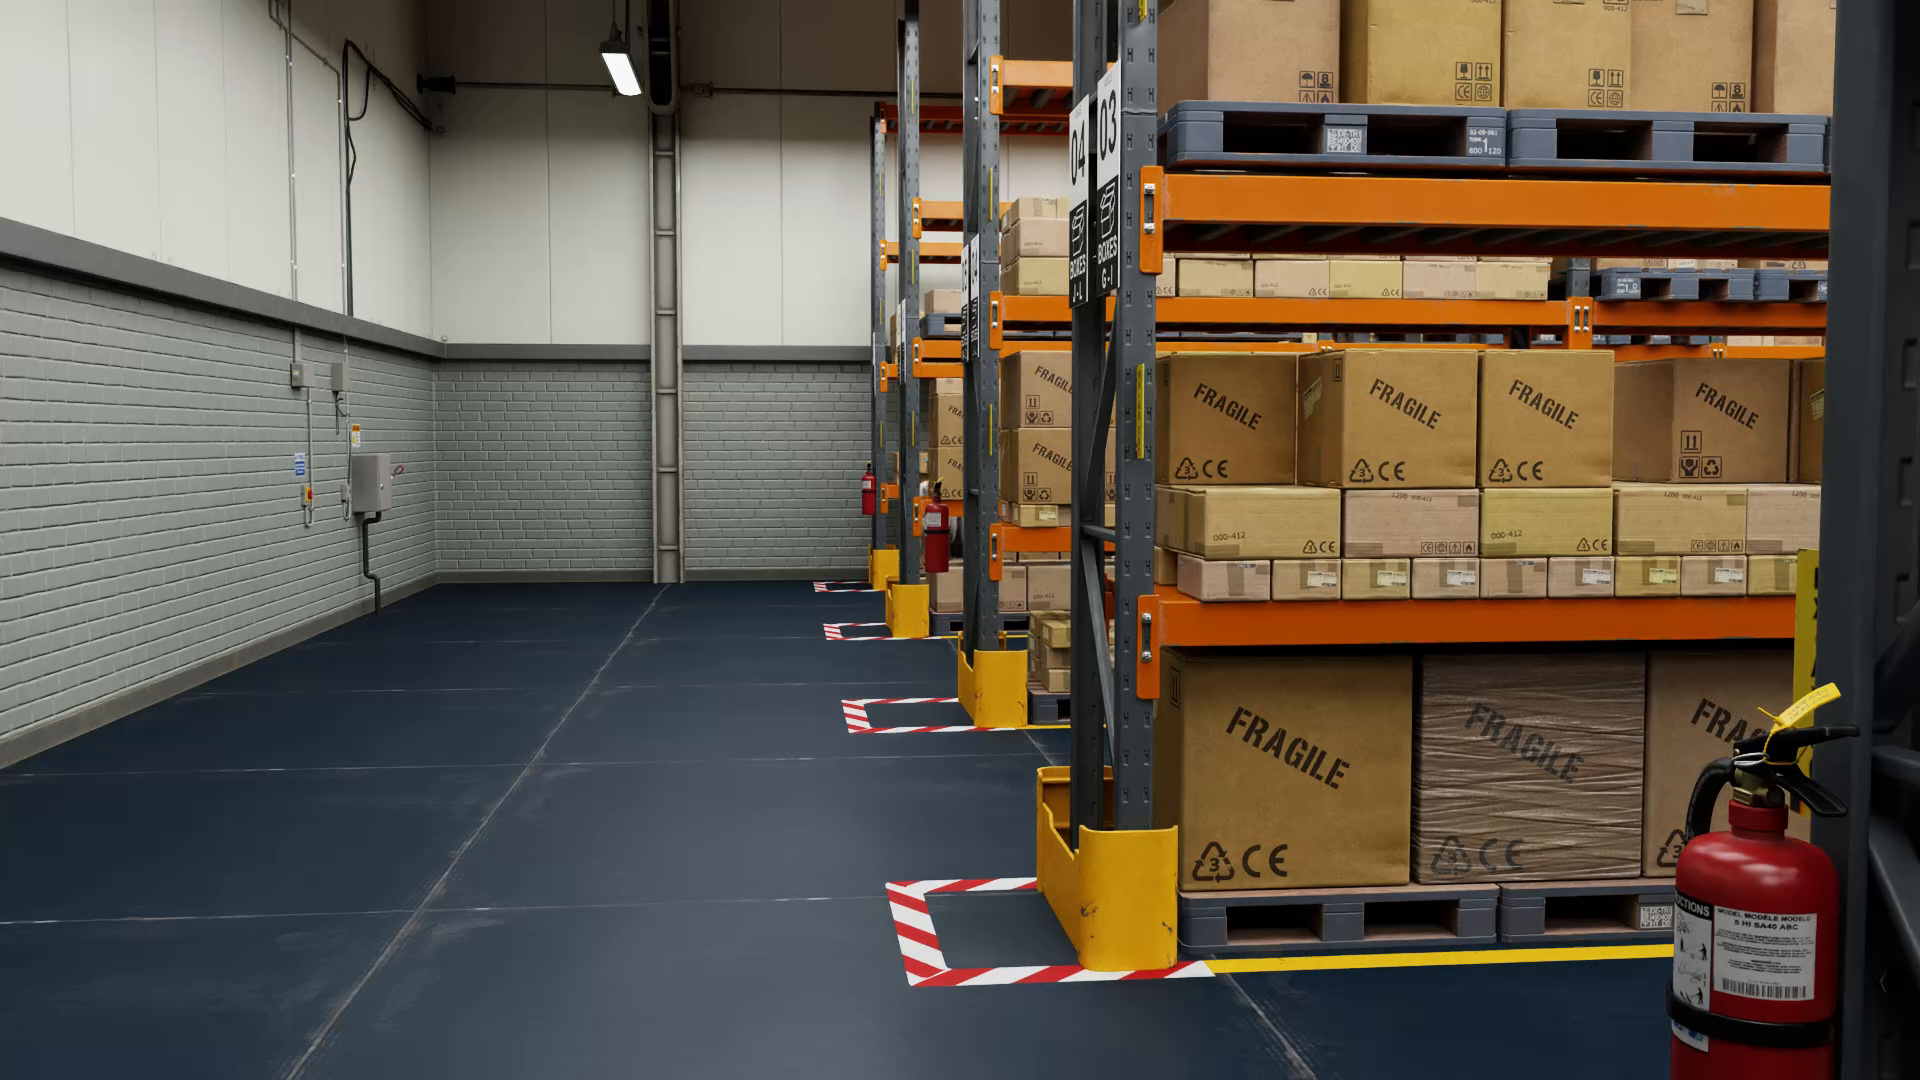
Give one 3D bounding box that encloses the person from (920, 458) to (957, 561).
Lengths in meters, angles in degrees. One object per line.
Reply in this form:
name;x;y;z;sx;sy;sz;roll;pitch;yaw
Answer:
person;-0.333;-0.115;18.903;0.507;1.663;0.647;-1;4;-21
